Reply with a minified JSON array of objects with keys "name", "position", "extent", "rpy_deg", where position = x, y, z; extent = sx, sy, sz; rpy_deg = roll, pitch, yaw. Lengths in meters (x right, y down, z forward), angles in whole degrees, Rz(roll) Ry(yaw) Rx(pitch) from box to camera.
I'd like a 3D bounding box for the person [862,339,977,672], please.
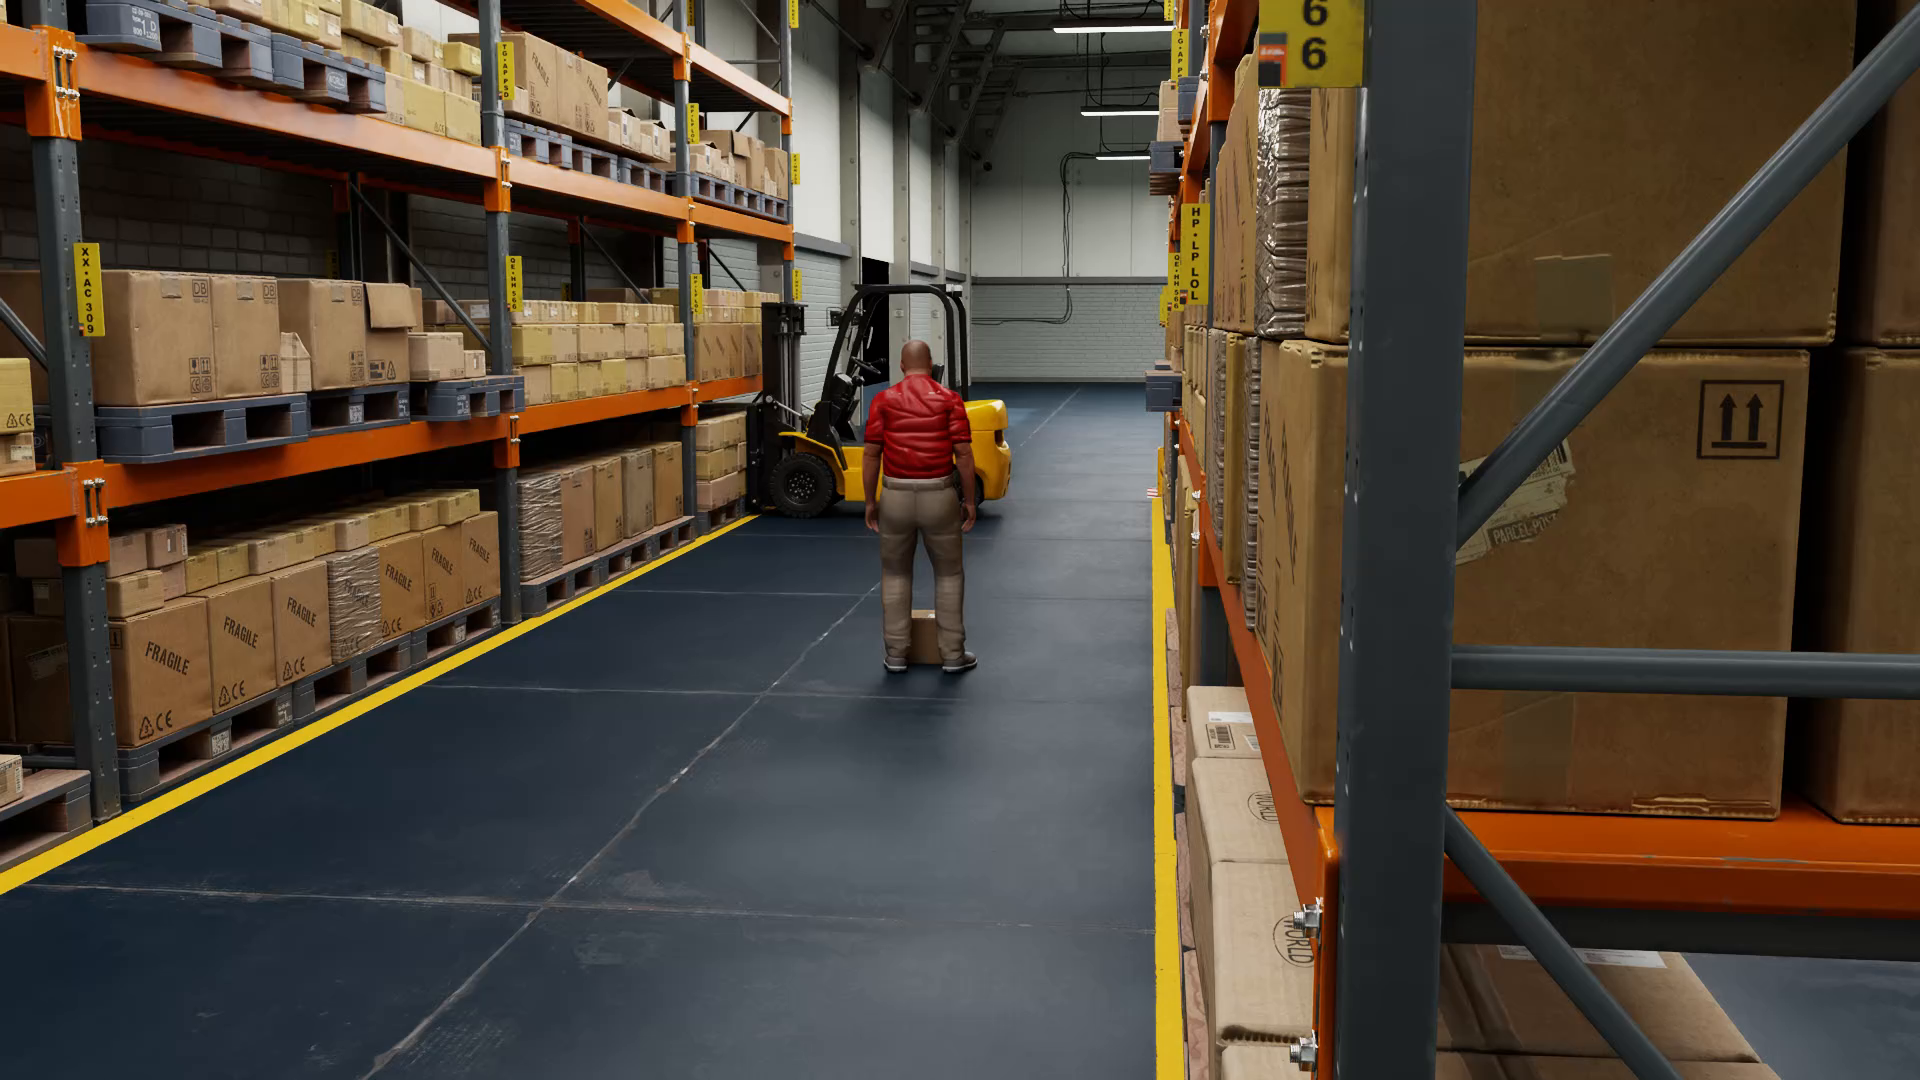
[{"name":"person","position":[-0.210,-0.176,8.675],"extent":[0.590,1.726,0.388],"rpy_deg":[1,8,5]}]
